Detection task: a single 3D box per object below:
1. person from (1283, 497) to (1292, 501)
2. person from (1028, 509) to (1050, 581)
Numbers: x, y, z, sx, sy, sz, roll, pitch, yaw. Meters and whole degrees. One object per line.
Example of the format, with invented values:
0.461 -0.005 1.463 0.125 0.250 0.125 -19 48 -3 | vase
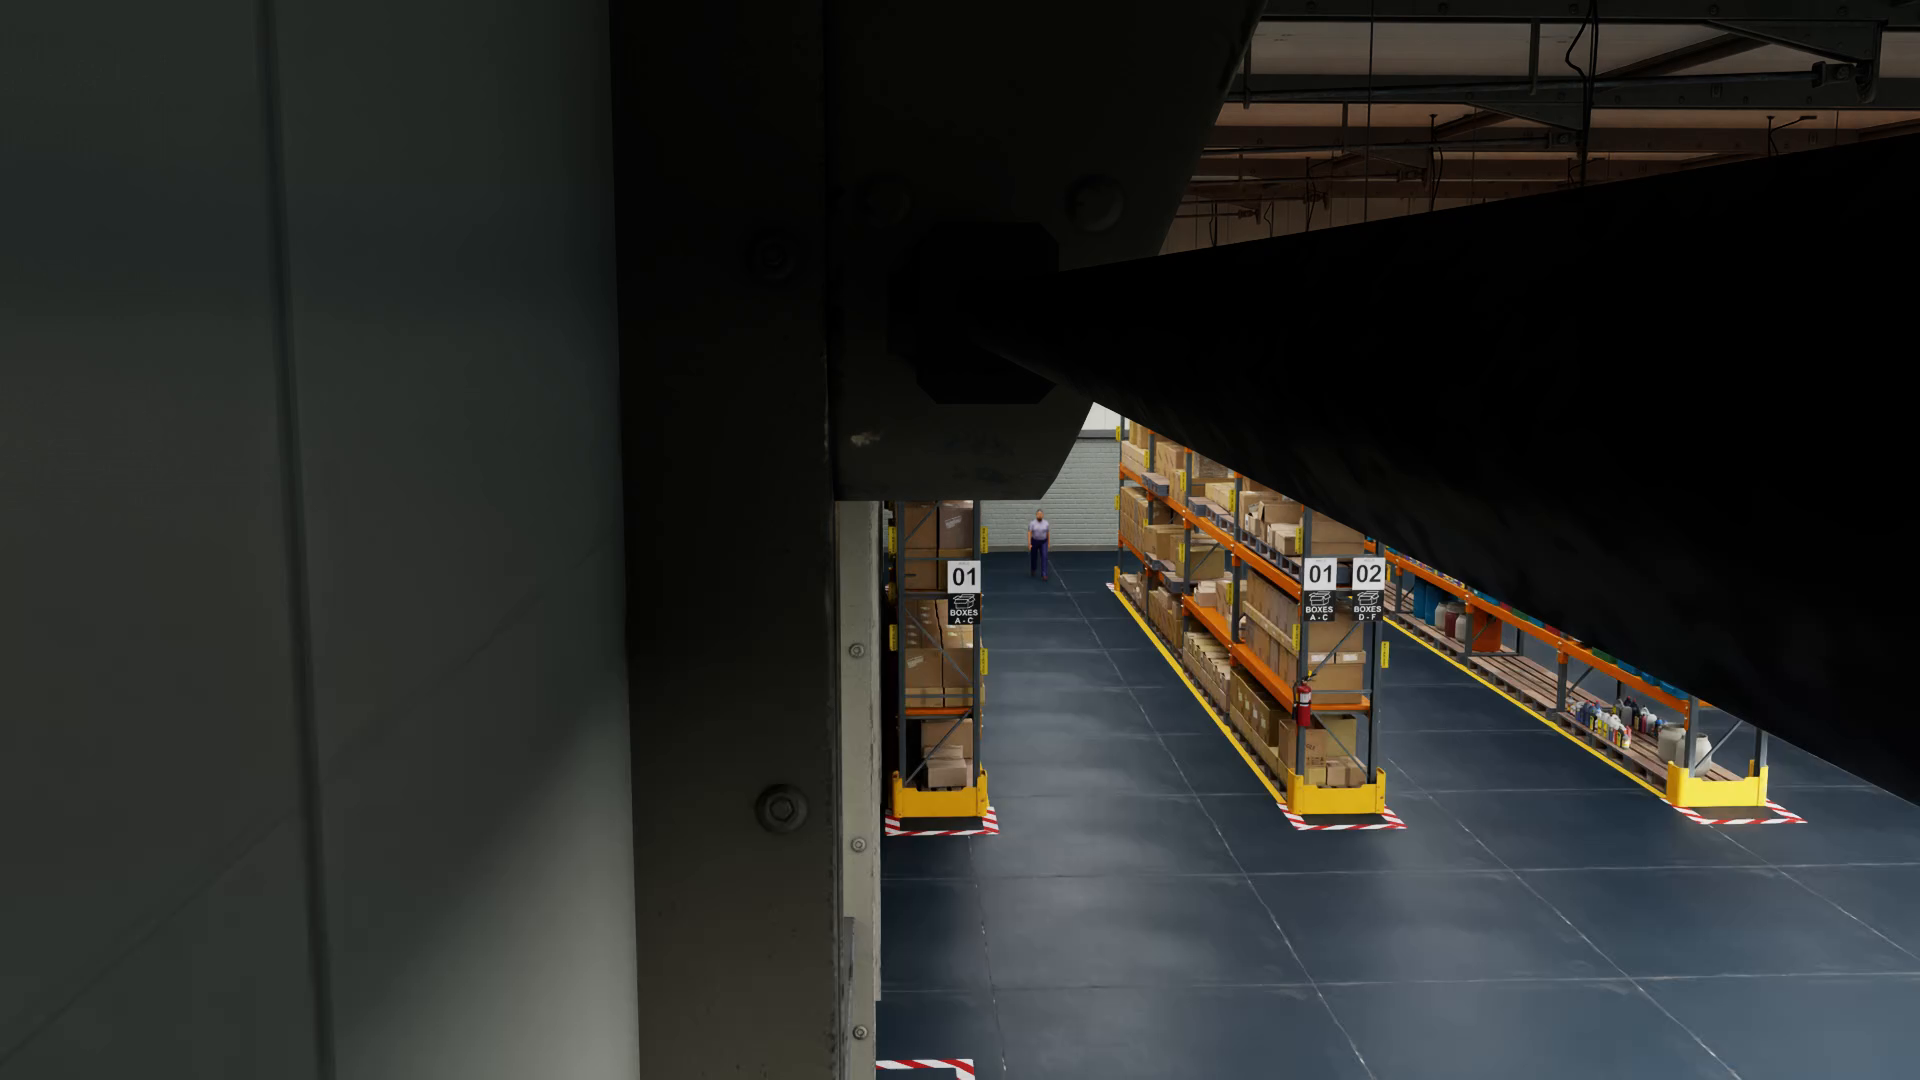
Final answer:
7.700 -0.205 39.628 0.634 1.666 0.495 3 9 20 | person
1.801 0.089 37.857 0.530 1.585 1.053 -1 8 -4 | person
